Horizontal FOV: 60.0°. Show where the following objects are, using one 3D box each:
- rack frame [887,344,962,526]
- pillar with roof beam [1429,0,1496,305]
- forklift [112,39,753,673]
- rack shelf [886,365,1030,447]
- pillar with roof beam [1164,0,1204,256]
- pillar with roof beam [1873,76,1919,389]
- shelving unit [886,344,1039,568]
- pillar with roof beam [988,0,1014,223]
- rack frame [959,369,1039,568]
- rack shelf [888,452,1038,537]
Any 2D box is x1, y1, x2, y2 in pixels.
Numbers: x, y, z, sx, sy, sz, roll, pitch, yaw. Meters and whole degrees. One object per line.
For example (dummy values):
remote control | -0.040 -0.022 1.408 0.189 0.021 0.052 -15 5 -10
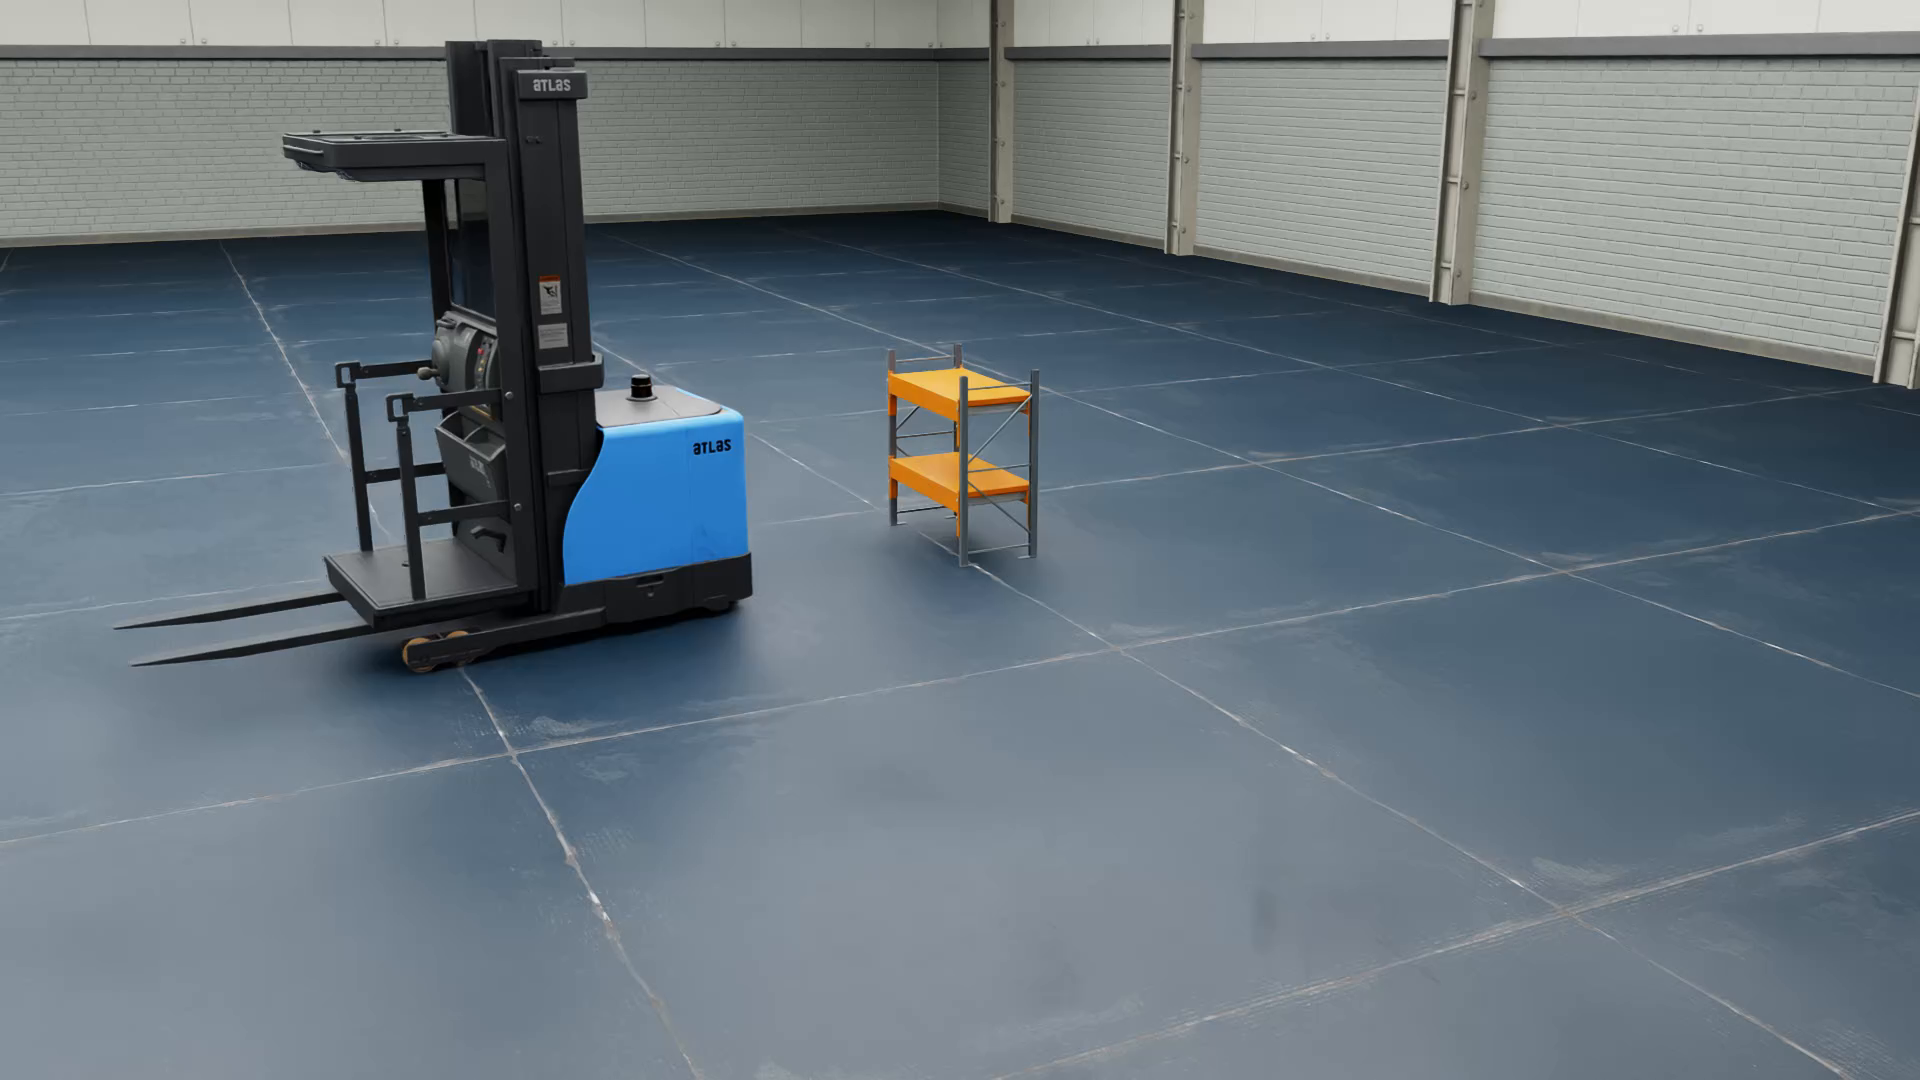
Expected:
rack frame | -0.220 -0.665 10.529 0.500 1.125 0.032 -8 18 -25
pillar with roof beam | 2.136 -6.719 17.352 9.100 9.000 0.400 -8 18 -25
forklift | -2.636 -0.934 8.193 3.031 2.935 1.130 -10 19 -31
rack shelf | 0.003 -0.820 10.009 0.538 0.278 1.000 -8 18 -25
pillar with roof beam | -0.493 -8.207 22.536 9.100 9.000 0.400 -8 18 -25
pillar with roof beam | 4.764 -5.232 12.167 9.100 9.000 0.400 -8 18 -25
shelving unit | 0.003 -0.539 10.090 0.538 1.125 1.048 -8 18 -25
pillar with roof beam | -3.121 -9.695 27.720 9.100 9.000 0.400 -8 18 -25
rack frame | 0.226 -0.413 9.650 0.500 1.125 0.032 -8 18 -25
rack shelf | 0.003 -0.304 10.157 0.538 0.278 1.000 -8 18 -25
